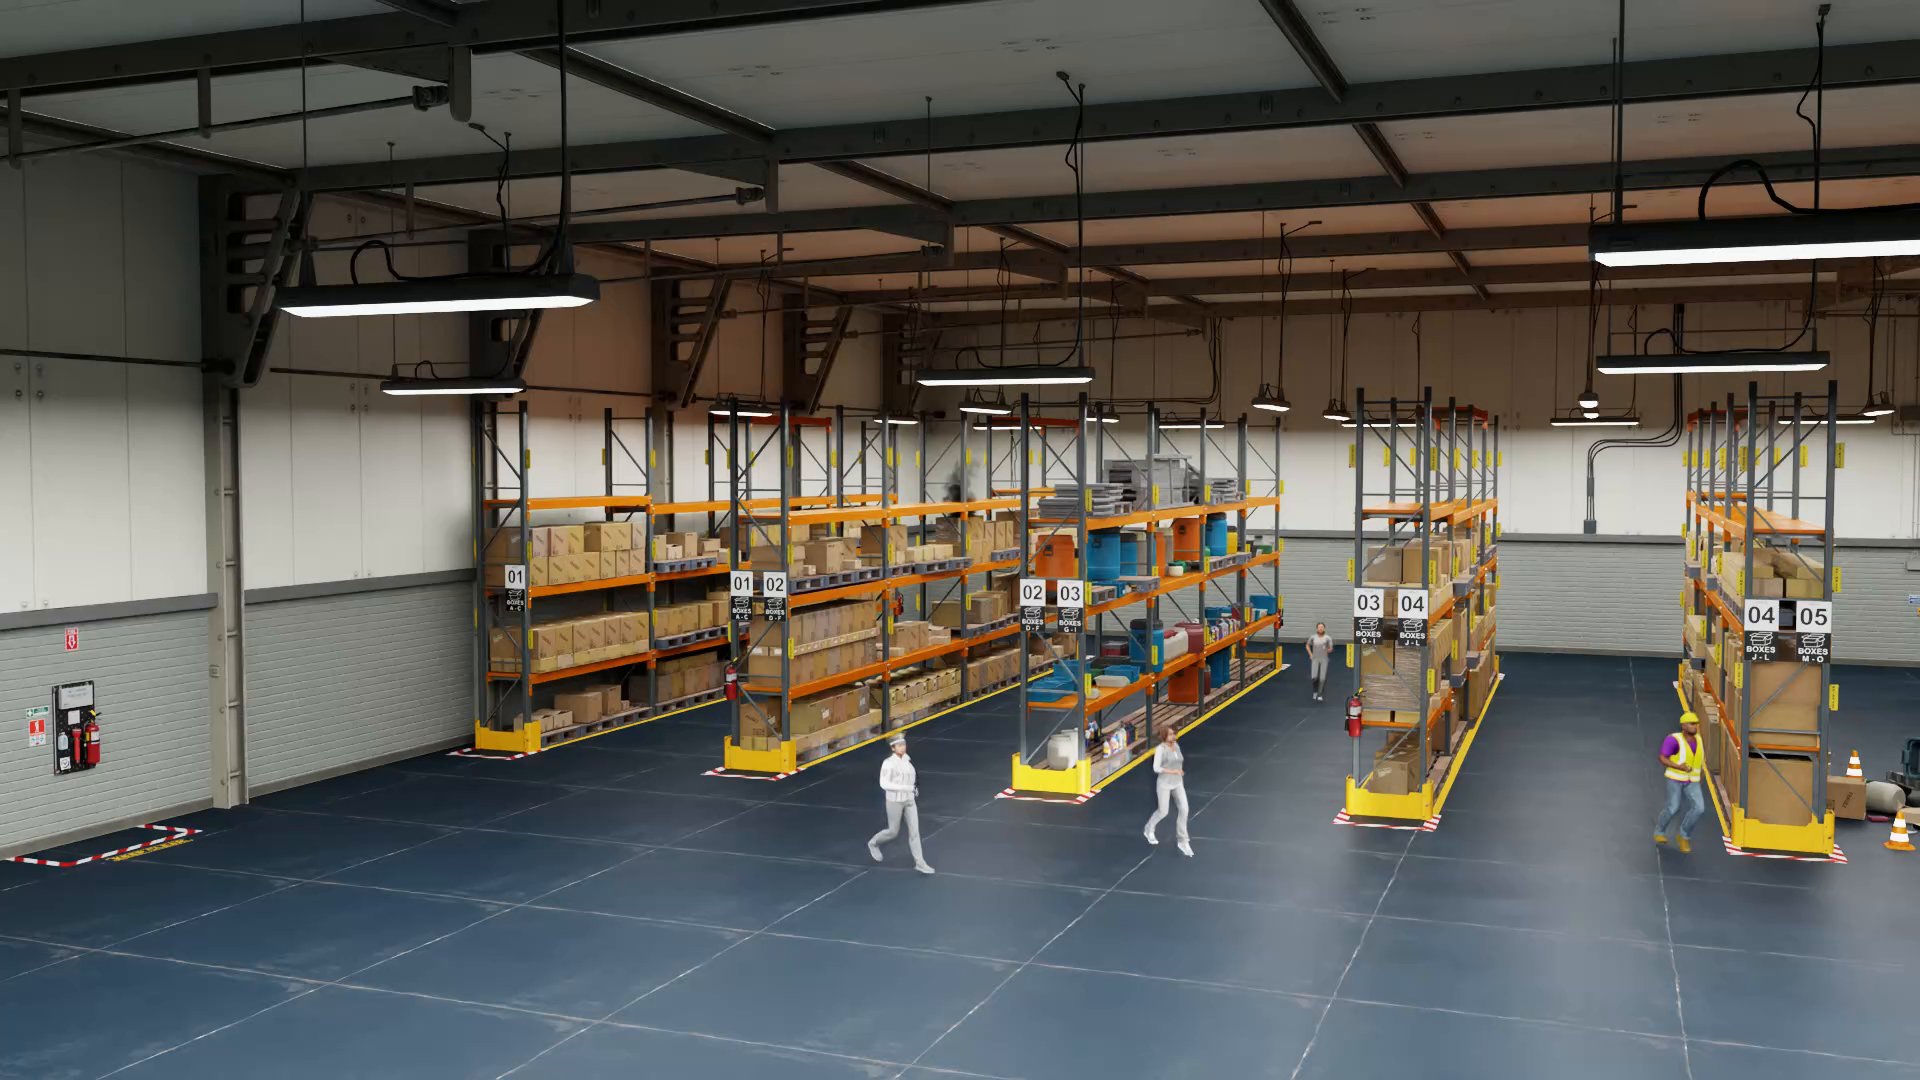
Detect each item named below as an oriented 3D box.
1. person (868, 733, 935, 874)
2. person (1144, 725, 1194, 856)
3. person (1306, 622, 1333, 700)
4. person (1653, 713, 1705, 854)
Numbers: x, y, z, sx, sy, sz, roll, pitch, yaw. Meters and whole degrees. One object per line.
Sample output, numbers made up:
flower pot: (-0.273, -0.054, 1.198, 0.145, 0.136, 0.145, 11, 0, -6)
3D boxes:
person: (-0.701, 3.162, 20.134, 0.626, 1.644, 1.022, -3, 4, -45)
person: (2.663, 3.171, 21.241, 0.545, 1.625, 0.806, -2, 3, -33)
person: (7.401, 2.505, 34.223, 0.552, 1.630, 0.572, 1, 3, 12)
person: (9.269, 3.101, 21.278, 0.725, 1.799, 0.710, 0, 3, -9)
